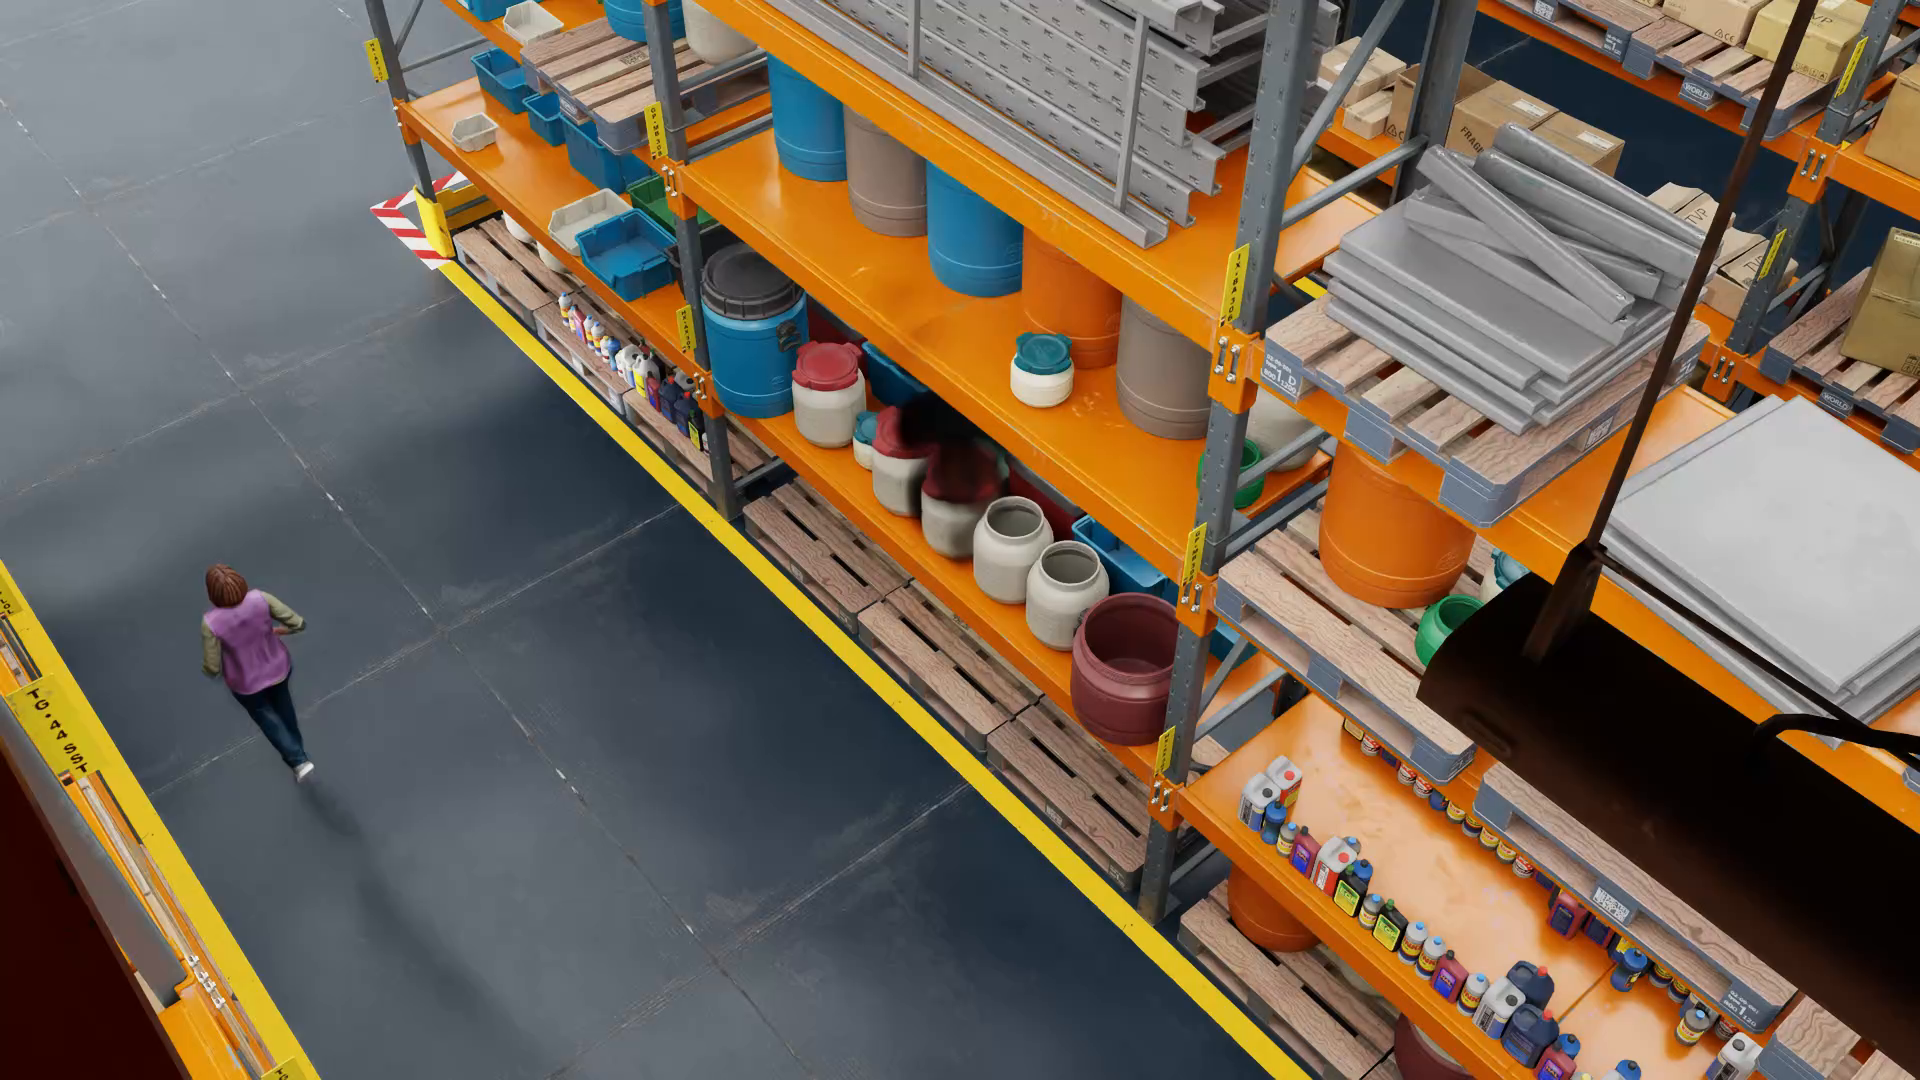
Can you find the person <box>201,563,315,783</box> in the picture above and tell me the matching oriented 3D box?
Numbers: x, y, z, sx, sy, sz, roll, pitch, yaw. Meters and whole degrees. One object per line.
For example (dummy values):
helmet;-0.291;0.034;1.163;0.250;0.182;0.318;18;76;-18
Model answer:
person;-3.692;0.704;8.834;0.555;1.582;0.562;-32;54;-27
